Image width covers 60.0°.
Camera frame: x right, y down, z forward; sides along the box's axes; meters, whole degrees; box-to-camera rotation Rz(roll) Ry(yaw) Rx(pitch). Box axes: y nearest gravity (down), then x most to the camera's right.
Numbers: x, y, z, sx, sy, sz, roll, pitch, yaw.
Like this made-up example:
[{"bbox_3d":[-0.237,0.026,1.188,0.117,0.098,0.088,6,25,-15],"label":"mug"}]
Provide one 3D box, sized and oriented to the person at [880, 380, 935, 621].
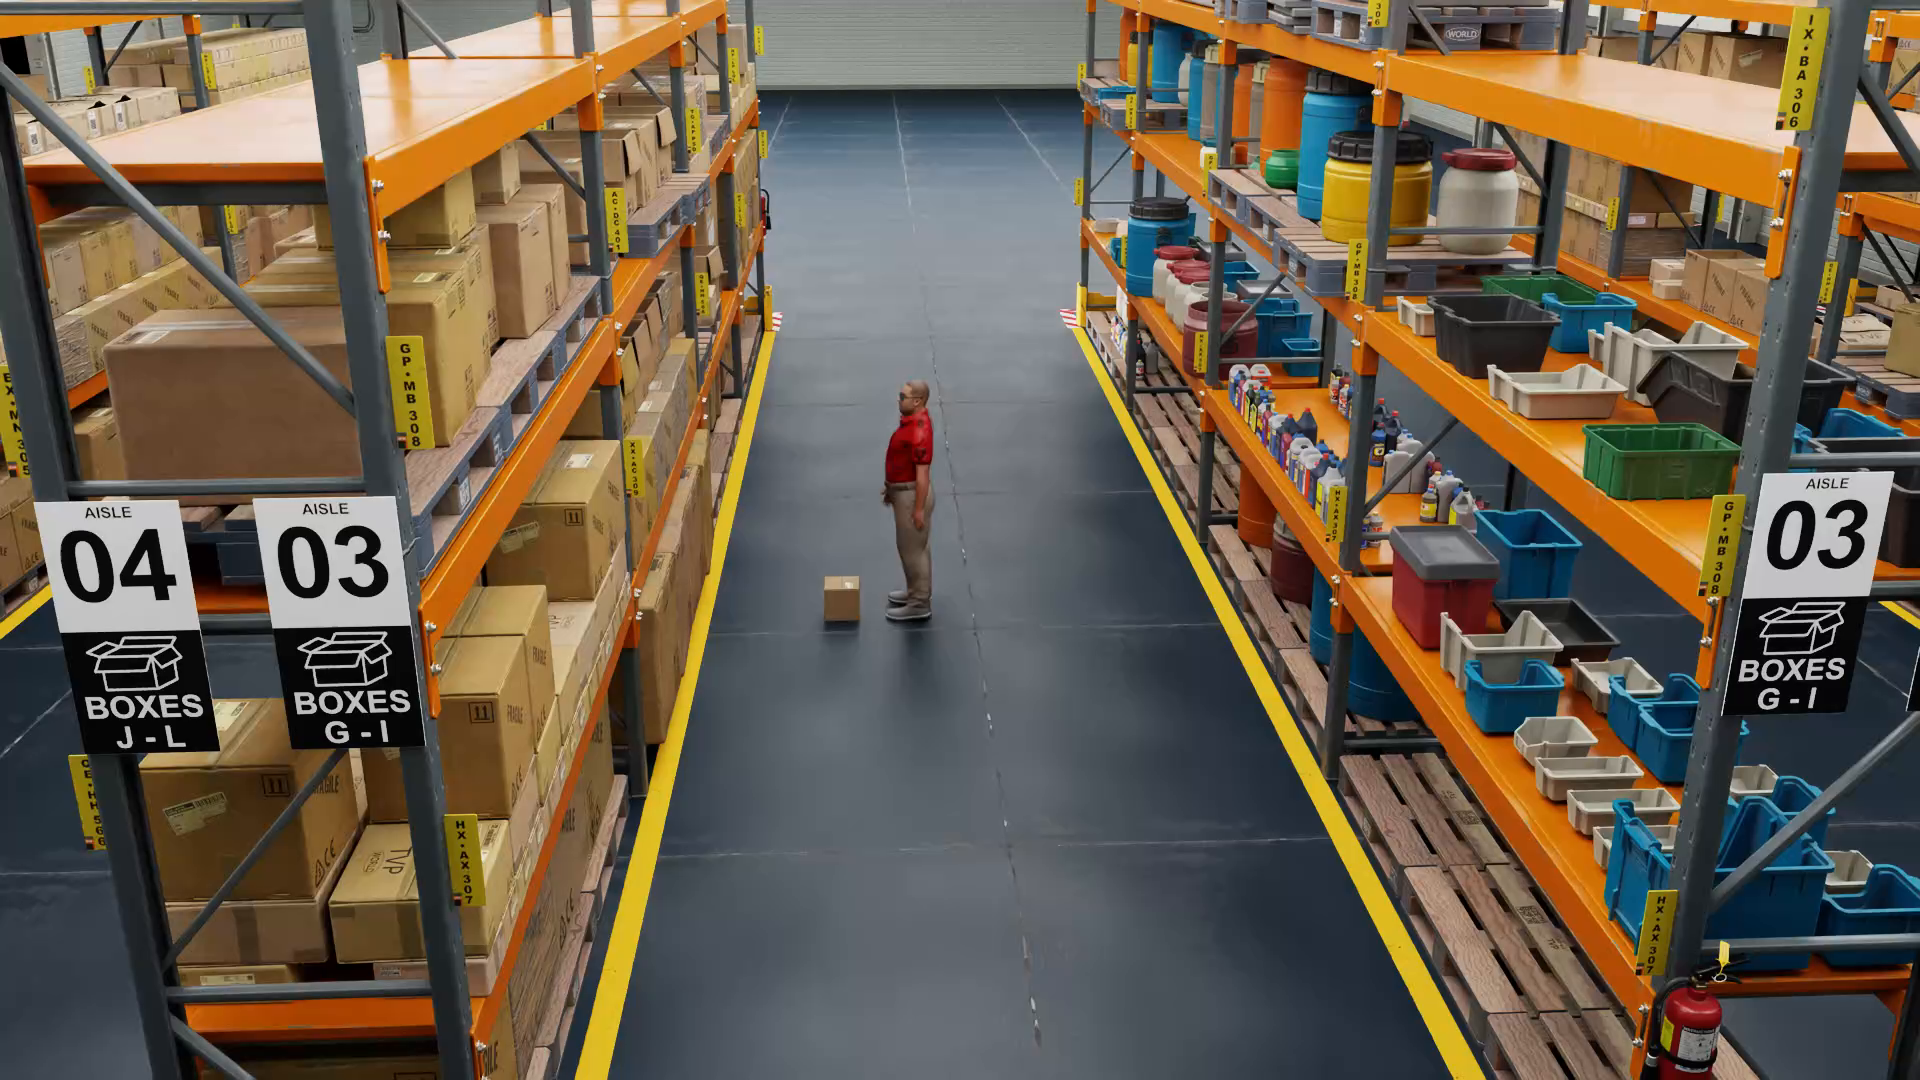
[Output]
[{"bbox_3d":[-0.376,-0.290,11.847,0.386,1.737,0.567,-1,20,-3],"label":"person"}]
